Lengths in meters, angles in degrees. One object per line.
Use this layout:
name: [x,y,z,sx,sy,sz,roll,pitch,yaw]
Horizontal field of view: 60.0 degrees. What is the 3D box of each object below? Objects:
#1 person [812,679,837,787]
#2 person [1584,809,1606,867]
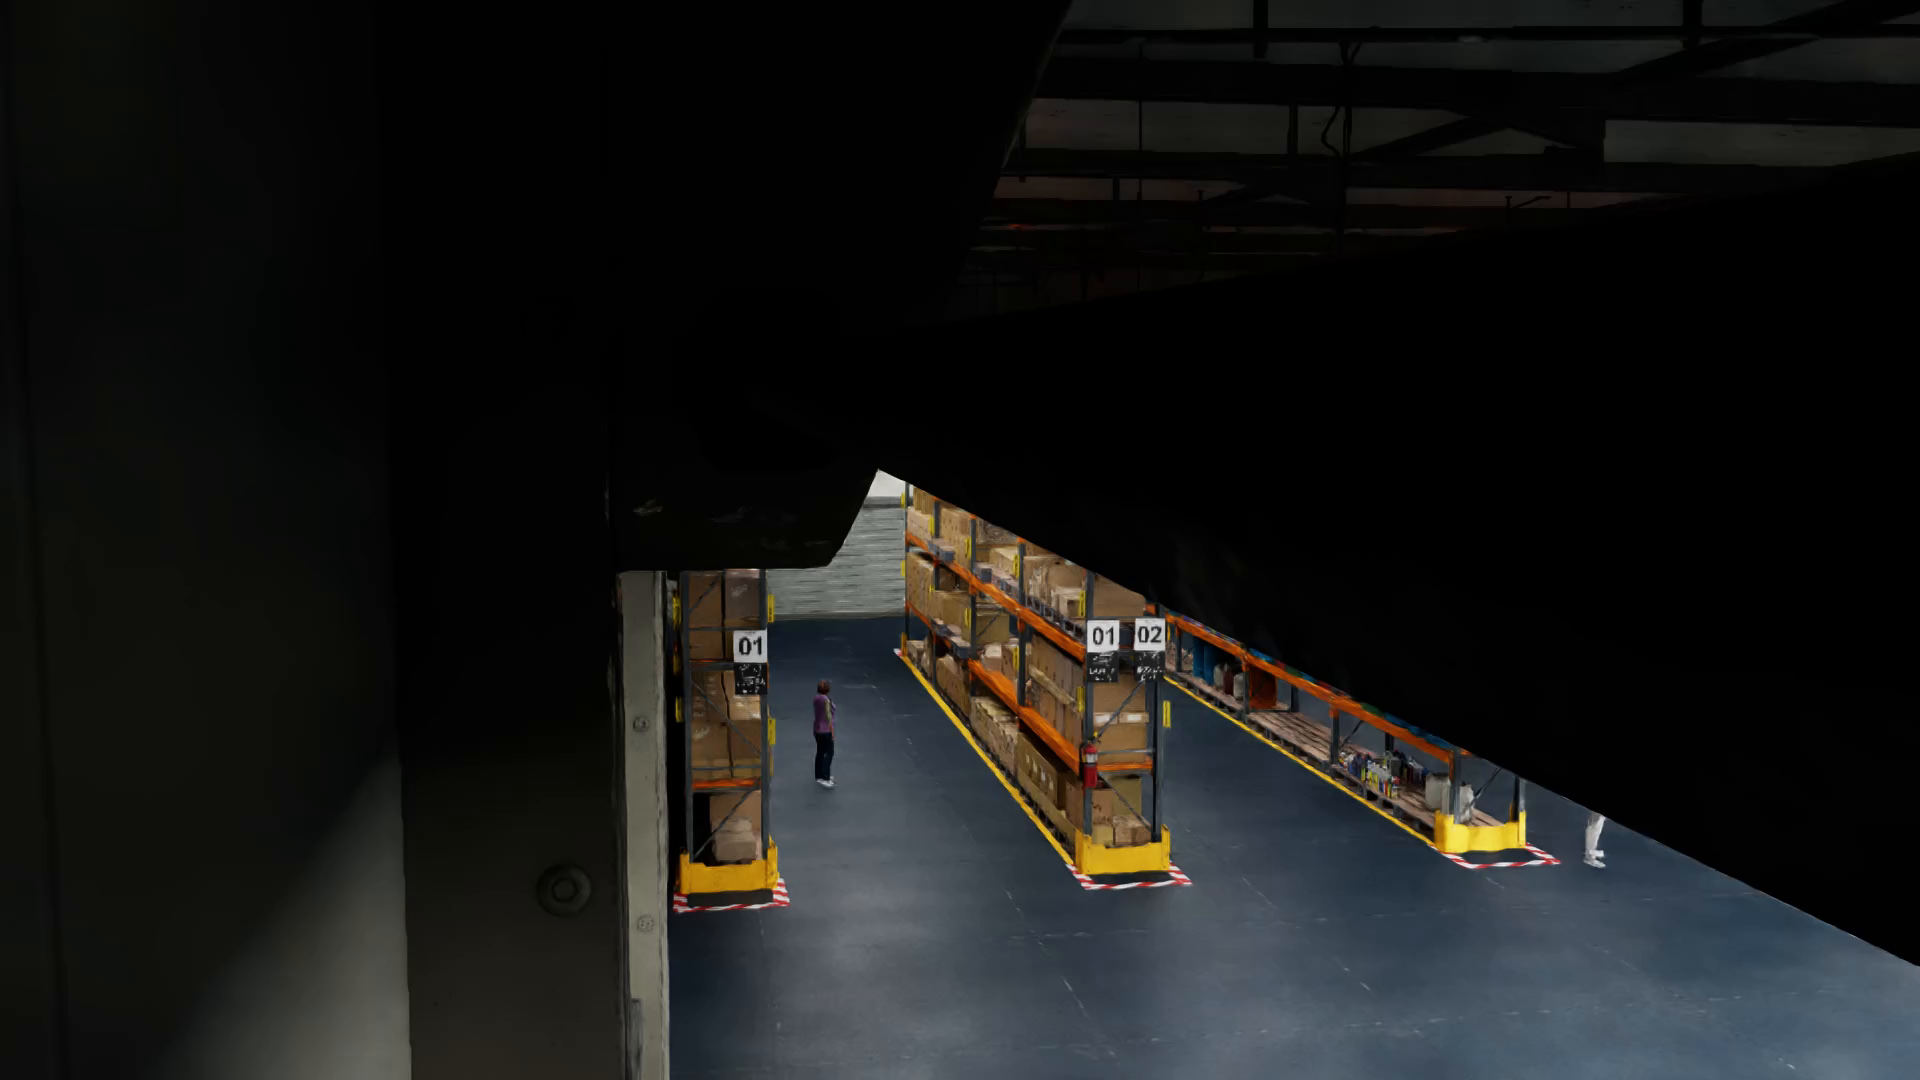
person: [-2.055,2.912,25.286,0.346,1.602,0.474,-5,7,-37]
person: [8.147,3.282,21.235,0.373,1.678,0.624,0,6,1]
